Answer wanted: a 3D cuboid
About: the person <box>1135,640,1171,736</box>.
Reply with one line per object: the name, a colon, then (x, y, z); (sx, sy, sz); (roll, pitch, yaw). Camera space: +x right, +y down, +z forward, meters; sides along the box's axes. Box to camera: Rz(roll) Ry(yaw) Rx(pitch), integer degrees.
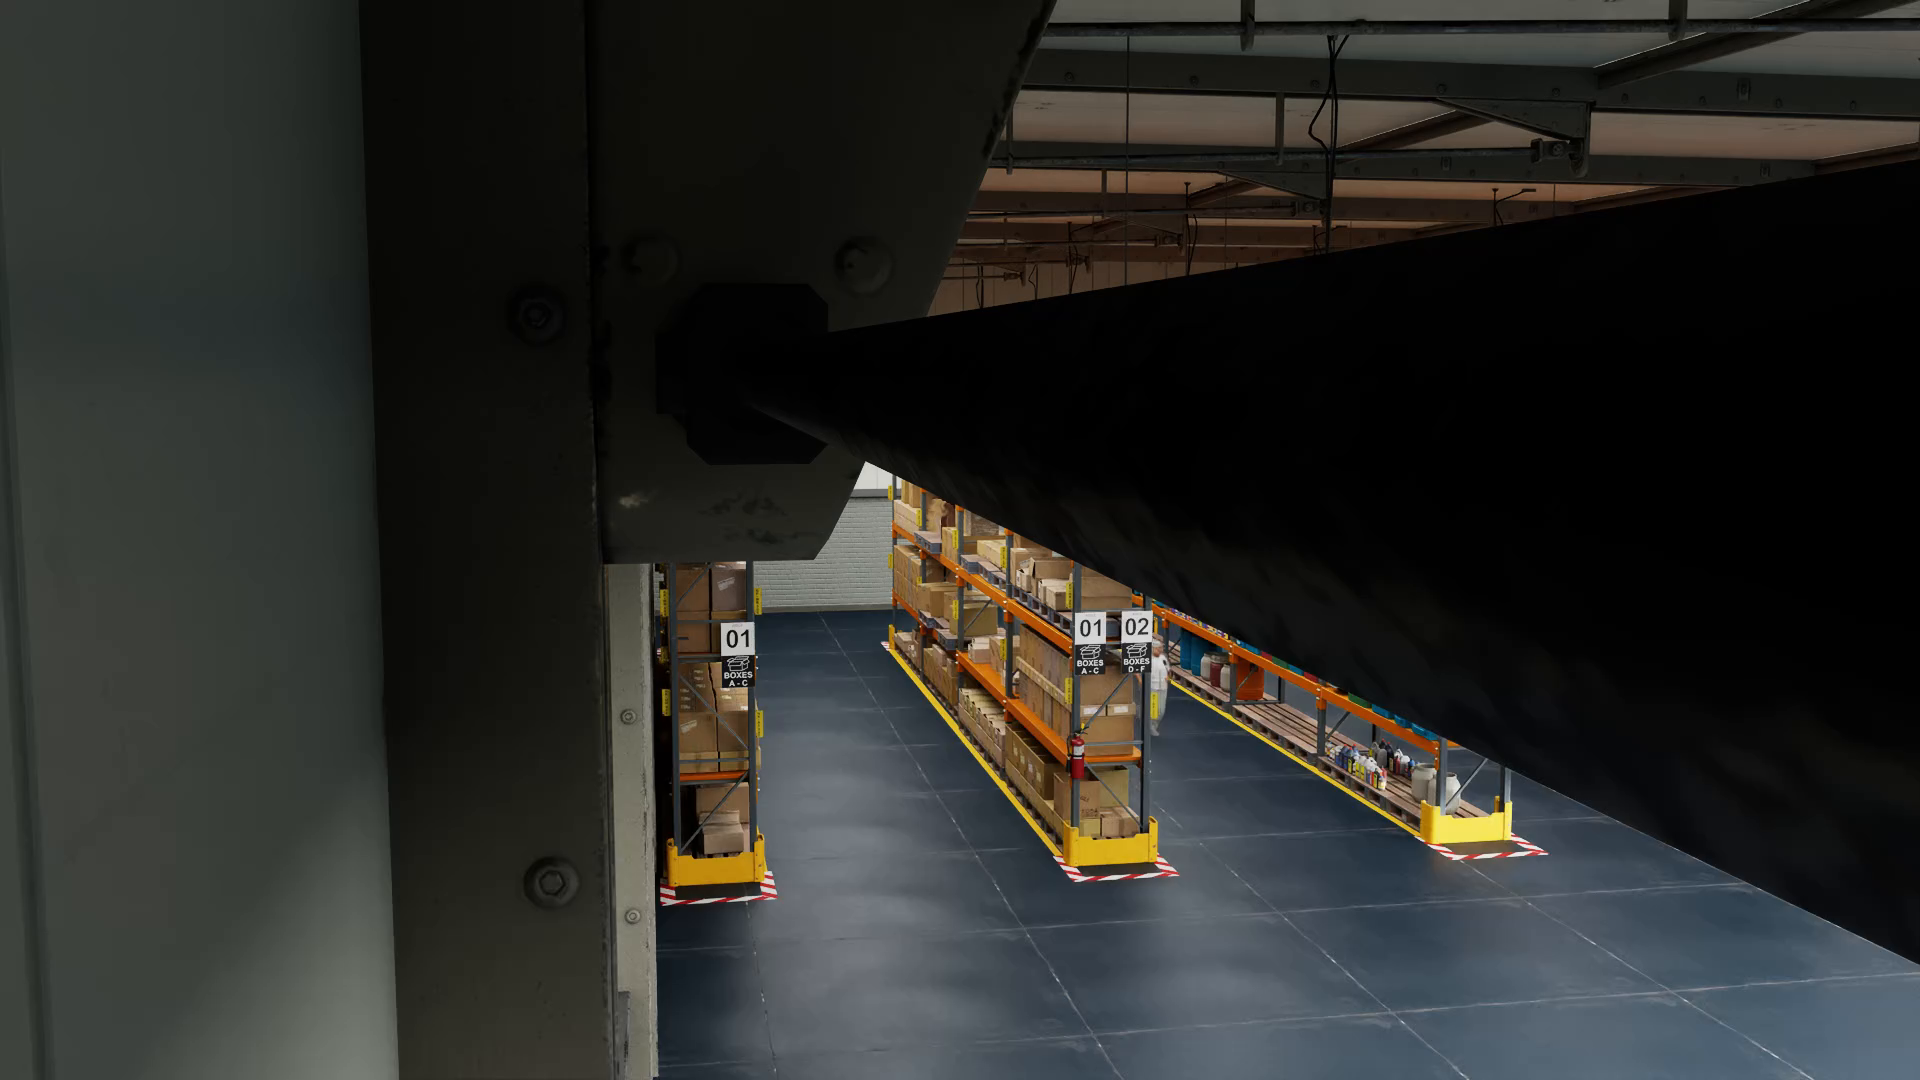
person: (3.283, 2.495, 27.799); (0.593, 1.625, 0.574); (-2, 7, -21)
